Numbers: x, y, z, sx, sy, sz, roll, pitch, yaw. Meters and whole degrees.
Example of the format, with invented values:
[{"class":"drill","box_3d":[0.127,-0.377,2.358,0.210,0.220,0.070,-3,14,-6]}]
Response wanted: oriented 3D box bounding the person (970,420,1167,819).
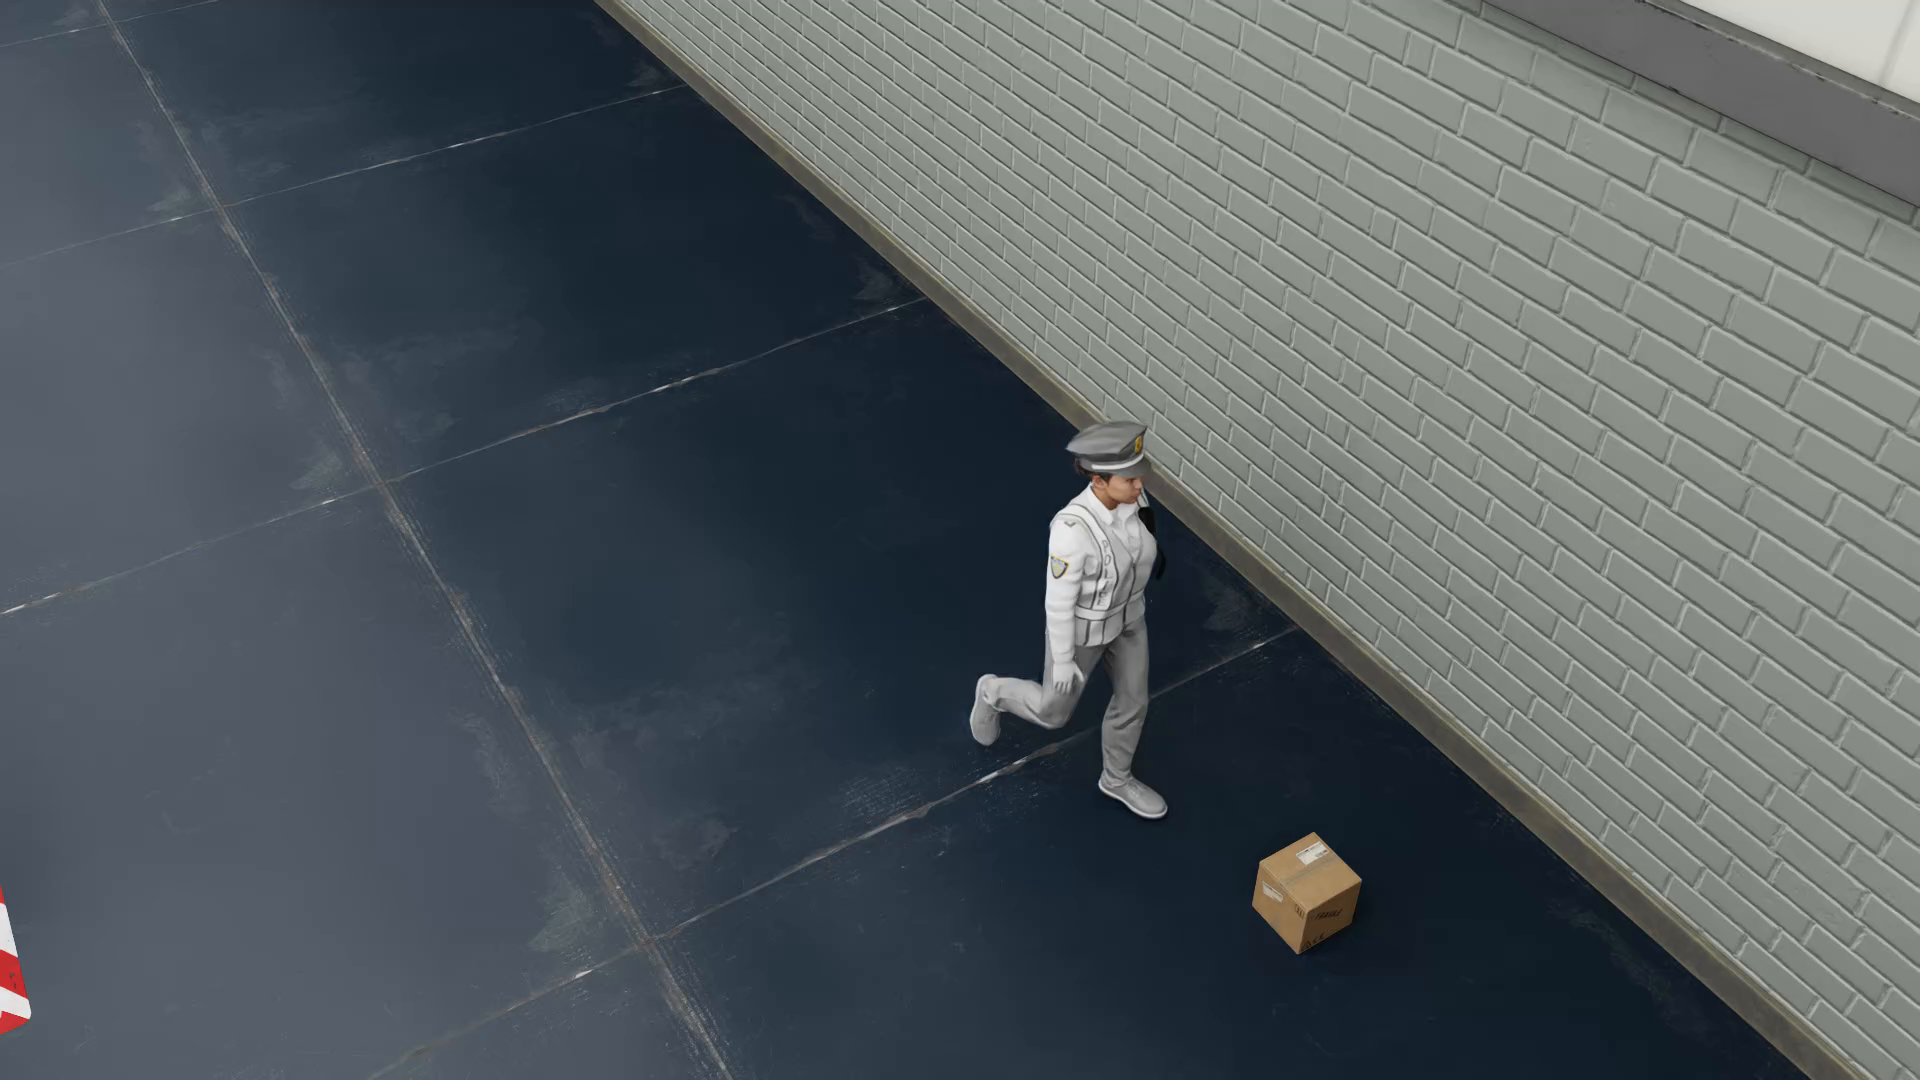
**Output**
[{"class":"person","box_3d":[0.436,0.245,5.853,0.524,1.656,0.823,-33,51,-32]}]
